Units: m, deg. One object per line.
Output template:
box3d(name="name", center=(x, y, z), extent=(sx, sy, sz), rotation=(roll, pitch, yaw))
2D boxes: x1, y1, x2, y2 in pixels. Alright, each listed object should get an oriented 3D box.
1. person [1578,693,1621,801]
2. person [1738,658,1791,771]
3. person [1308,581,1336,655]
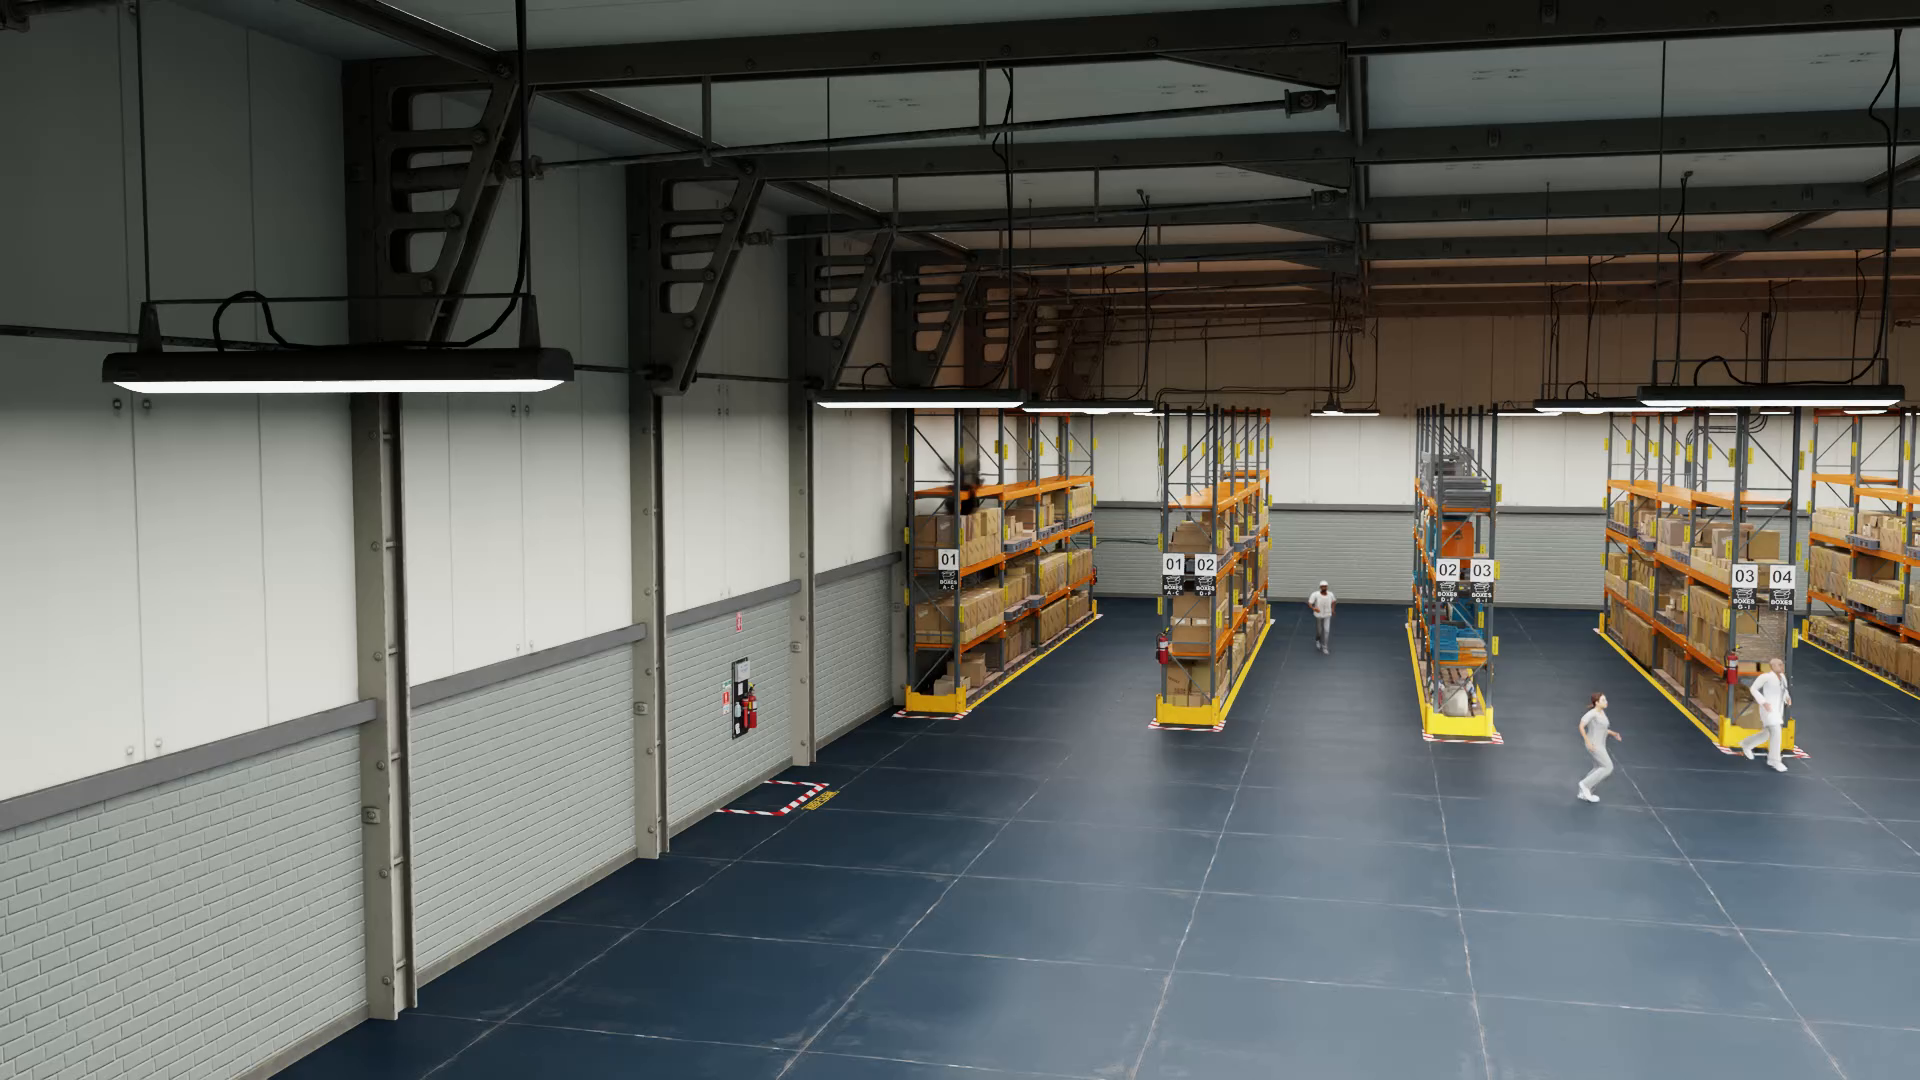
box3d(name="person", center=(9.571, 3.091, 24.834), extent=(0.530, 1.637, 0.573), rotation=(3, 5, 37))
box3d(name="person", center=(13.342, 2.836, 27.455), extent=(0.717, 1.807, 0.922), rotation=(-3, 5, -33))
box3d(name="person", center=(8.883, 1.877, 40.779), extent=(0.700, 1.771, 0.900), rotation=(0, 4, 3))
